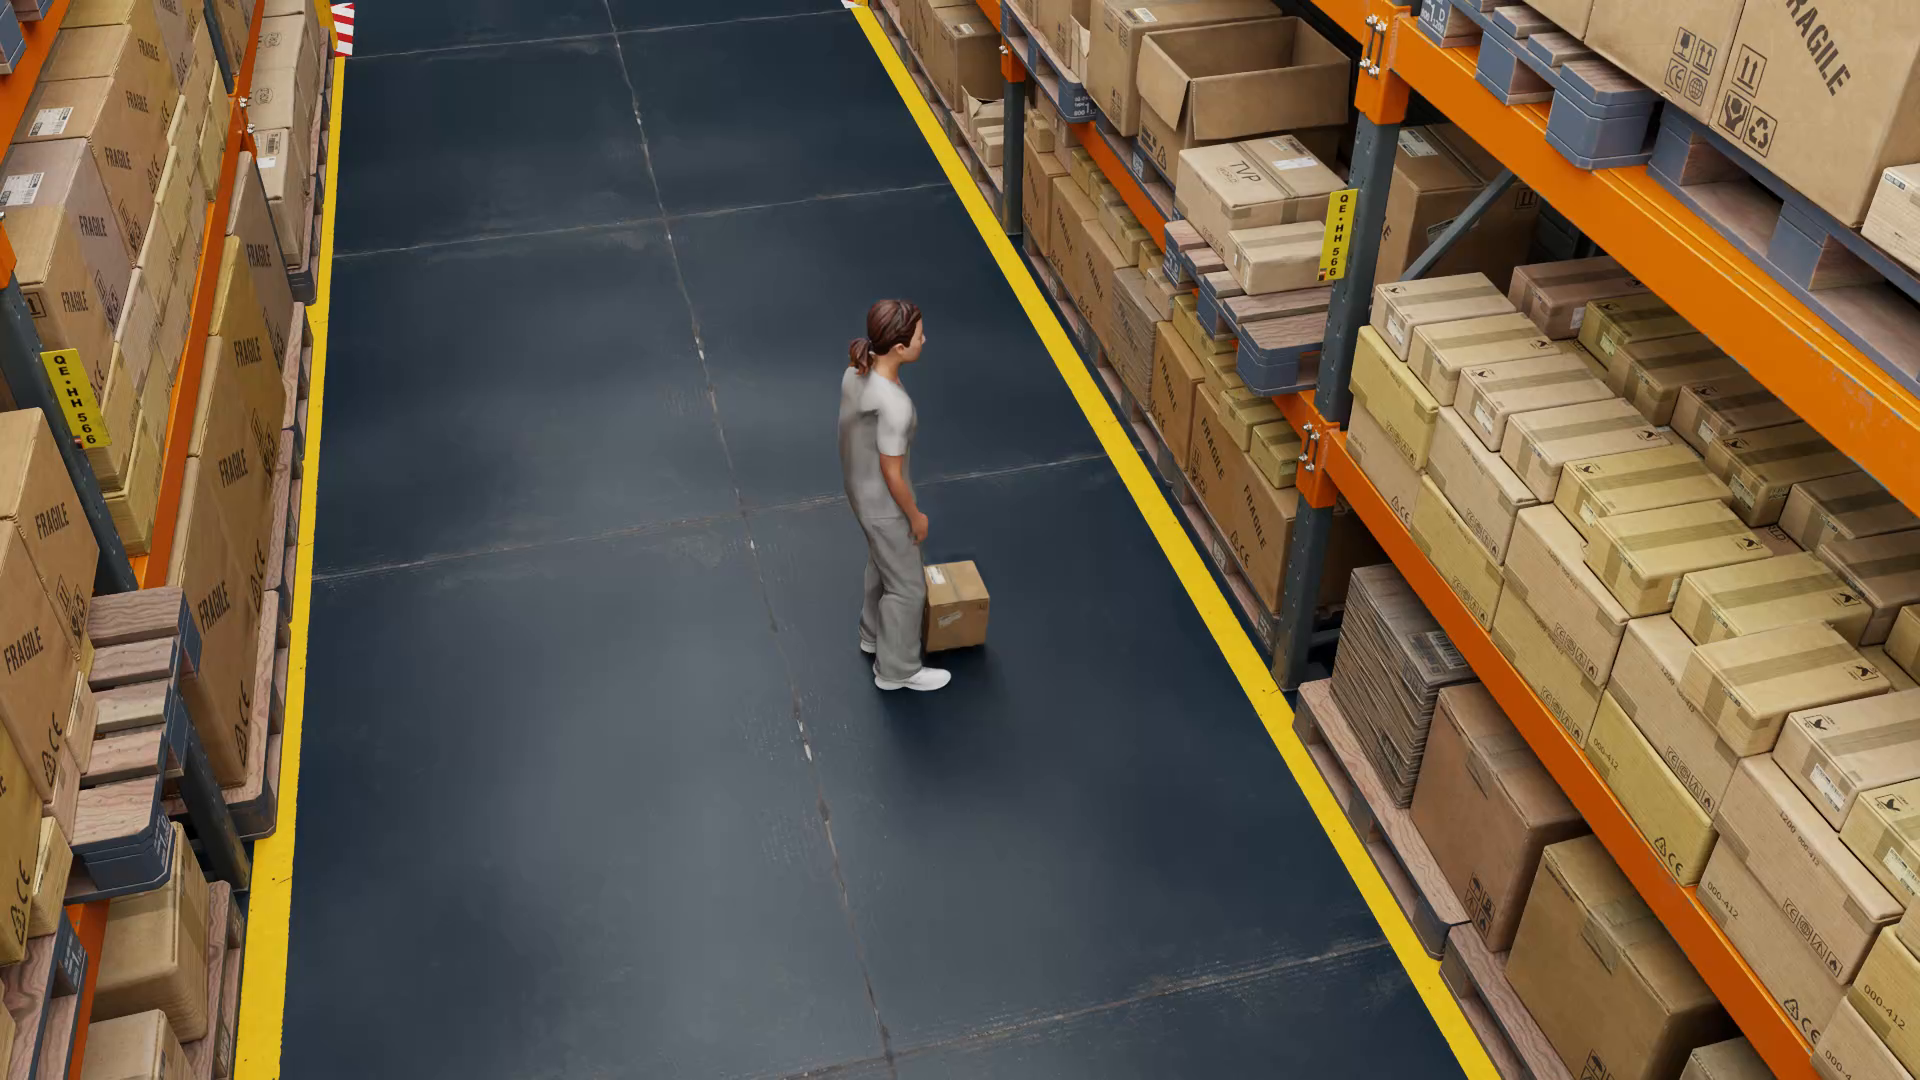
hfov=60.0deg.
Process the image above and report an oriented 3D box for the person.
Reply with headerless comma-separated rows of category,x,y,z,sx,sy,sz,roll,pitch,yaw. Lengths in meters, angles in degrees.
person,-0.265,-0.169,6.367,0.360,1.674,0.483,-11,40,-13
